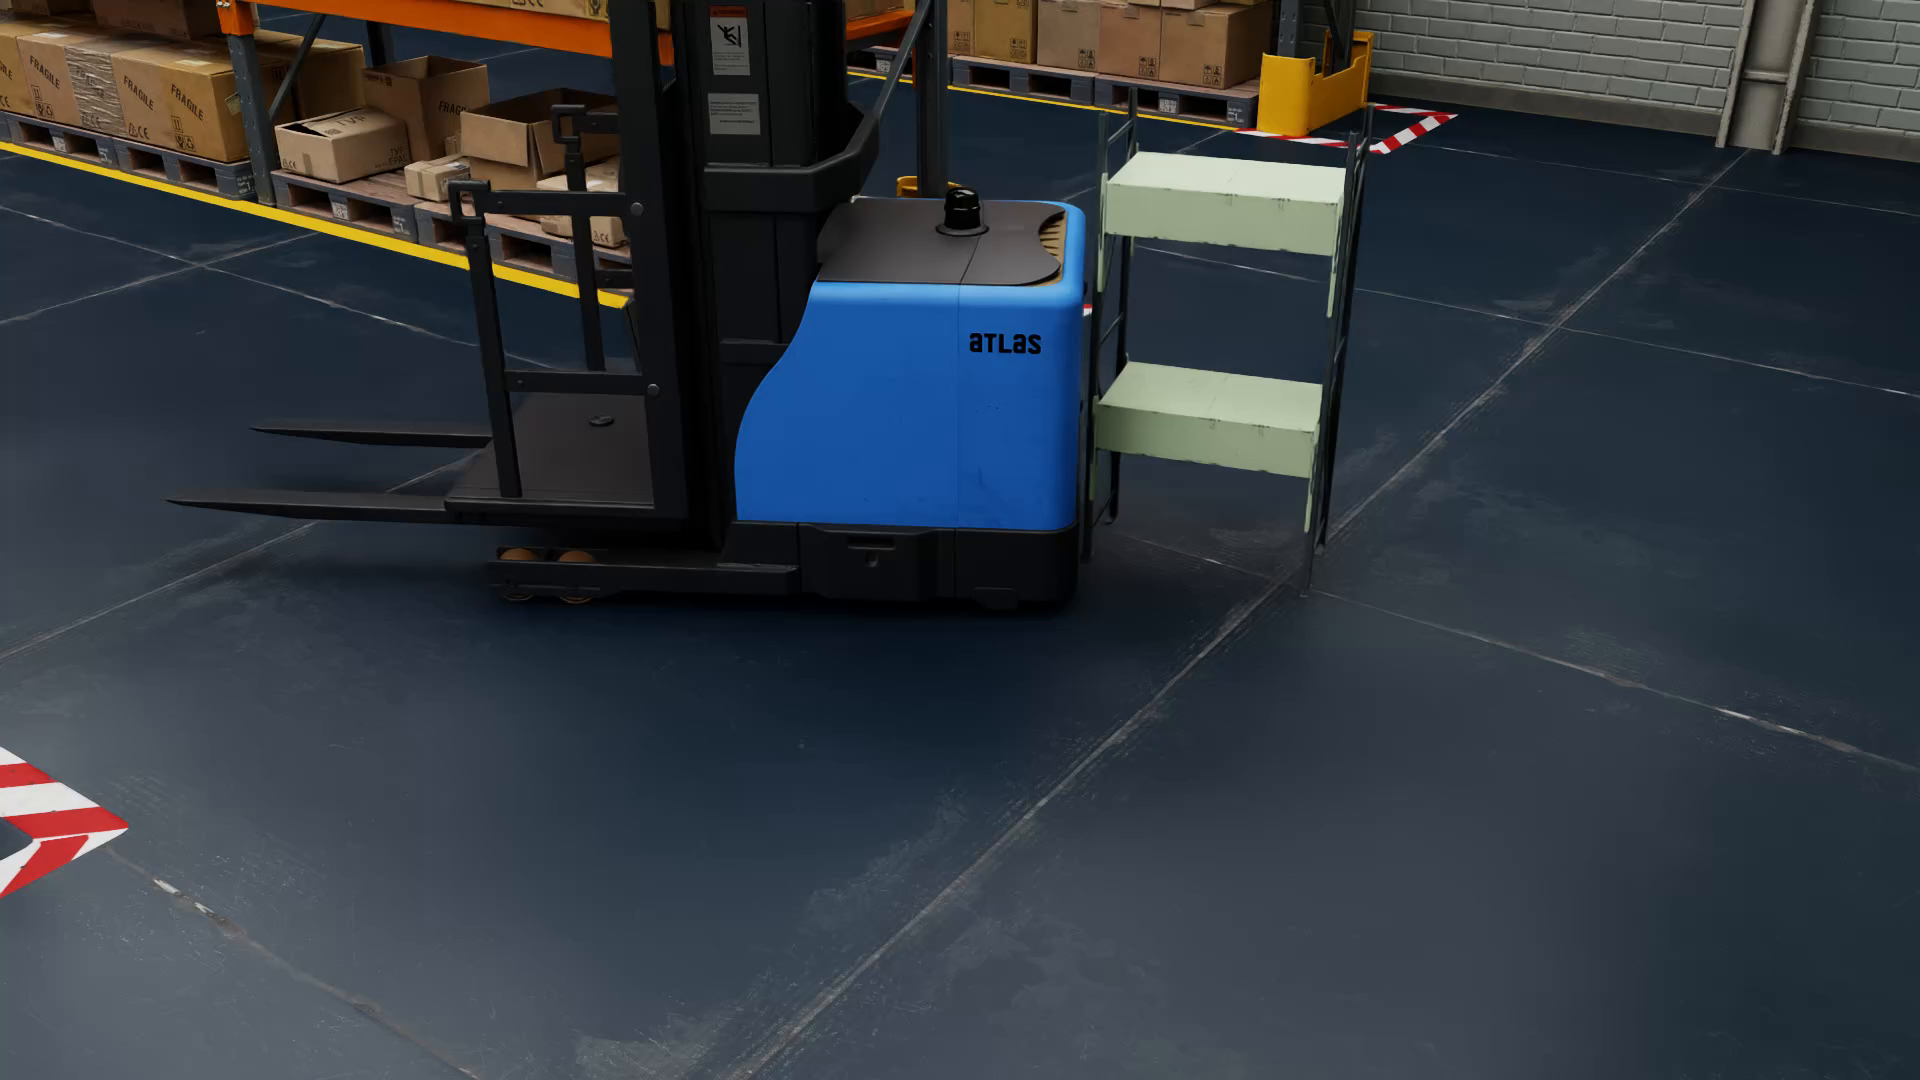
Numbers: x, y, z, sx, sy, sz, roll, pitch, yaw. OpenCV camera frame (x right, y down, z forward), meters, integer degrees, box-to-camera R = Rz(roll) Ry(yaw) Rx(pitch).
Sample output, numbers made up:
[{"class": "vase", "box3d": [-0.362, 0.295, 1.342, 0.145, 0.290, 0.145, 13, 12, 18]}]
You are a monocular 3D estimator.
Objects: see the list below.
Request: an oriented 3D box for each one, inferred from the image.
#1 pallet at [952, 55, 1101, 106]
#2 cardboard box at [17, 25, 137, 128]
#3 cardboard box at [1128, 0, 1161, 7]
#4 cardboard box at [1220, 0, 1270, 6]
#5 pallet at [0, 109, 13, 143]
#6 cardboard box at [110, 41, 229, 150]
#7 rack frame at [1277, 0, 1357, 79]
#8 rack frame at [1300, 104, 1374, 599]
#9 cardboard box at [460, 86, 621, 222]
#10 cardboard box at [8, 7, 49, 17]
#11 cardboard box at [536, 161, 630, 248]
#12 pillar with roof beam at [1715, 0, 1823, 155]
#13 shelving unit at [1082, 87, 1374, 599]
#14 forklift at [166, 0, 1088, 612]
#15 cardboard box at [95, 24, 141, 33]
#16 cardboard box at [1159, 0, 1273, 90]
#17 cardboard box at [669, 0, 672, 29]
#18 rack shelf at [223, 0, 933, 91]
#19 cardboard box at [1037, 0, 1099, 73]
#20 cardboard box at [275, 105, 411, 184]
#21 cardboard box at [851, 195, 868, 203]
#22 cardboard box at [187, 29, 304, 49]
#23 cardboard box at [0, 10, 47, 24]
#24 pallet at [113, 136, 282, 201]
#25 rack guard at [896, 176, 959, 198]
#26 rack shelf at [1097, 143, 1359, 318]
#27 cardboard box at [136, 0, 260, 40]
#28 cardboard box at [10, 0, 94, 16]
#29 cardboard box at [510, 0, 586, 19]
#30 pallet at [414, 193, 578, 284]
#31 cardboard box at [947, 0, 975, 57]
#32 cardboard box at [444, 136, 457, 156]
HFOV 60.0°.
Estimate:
[{"class": "pallet", "box3d": [0.710, -3.504, 12.403, 1.213, 0.211, 1.003, 17, 32, 30]}, {"class": "cardboard box", "box3d": [-5.490, -2.922, 10.455, 0.500, 0.500, 0.500, 16, 31, 29]}, {"class": "cardboard box", "box3d": [1.361, -3.792, 11.472, 0.250, 0.149, 0.380, 18, 32, 32]}, {"class": "cardboard box", "box3d": [1.997, -3.804, 11.496, 0.250, 0.149, 0.380, 18, 32, 31]}, {"class": "pallet", "box3d": [-6.387, -3.010, 11.432, 1.213, 0.211, 1.003, 17, 32, 30]}, {"class": "cardboard box", "box3d": [-4.656, -2.663, 9.947, 0.500, 0.500, 0.500, 17, 32, 30]}, {"class": "rack frame", "box3d": [2.414, -4.257, 10.808, 0.127, 3.000, 1.000, 17, 32, 30]}, {"class": "rack frame", "box3d": [1.178, -0.565, 5.207, 0.023, 1.500, 0.400, 9, 28, 17]}, {"class": "cardboard box", "box3d": [-2.133, -2.034, 8.708, 0.637, 0.503, 0.797, 17, 32, 30]}, {"class": "cardboard box", "box3d": [-6.078, -3.388, 11.371, 0.500, 0.500, 0.500, 19, 32, 32]}, {"class": "cardboard box", "box3d": [-1.741, -1.678, 8.286, 0.500, 0.250, 0.500, 17, 32, 30]}, {"class": "pillar with roof beam", "box3d": [2.692, -4.951, 5.558, 0.400, 9.000, 9.100, 17, 32, 30]}, {"class": "shelving unit", "box3d": [0.832, -0.620, 5.314, 0.755, 1.500, 0.431, 9, 28, 17]}, {"class": "forklift", "box3d": [-1.106, -1.338, 5.147, 3.031, 2.935, 1.130, 2, 27, 4]}, {"class": "cardboard box", "box3d": [-5.215, -3.123, 10.850, 0.500, 0.500, 0.500, 16, 31, 28]}, {"class": "cardboard box", "box3d": [1.781, -3.473, 11.559, 0.500, 0.500, 0.700, 17, 32, 30]}, {"class": "cardboard box", "box3d": [-0.910, -2.462, 7.170, 0.500, 0.500, 0.500, 18, 32, 32]}, {"class": "rack shelf", "box3d": [-2.036, -2.597, 8.339, 4.000, 0.370, 1.077, 17, 32, 30]}, {"class": "cardboard box", "box3d": [0.953, -3.730, 12.065, 0.500, 0.500, 0.700, 16, 31, 29]}, {"class": "cardboard box", "box3d": [-3.461, -2.240, 9.325, 0.500, 0.311, 0.500, 17, 32, 30]}, {"class": "cardboard box", "box3d": [-0.538, -1.566, 8.178, 0.250, 0.149, 0.380, 17, 32, 30]}, {"class": "cardboard box", "box3d": [-4.391, -2.862, 10.337, 0.500, 0.500, 0.500, 18, 32, 31]}, {"class": "cardboard box", "box3d": [-6.333, -3.184, 10.971, 0.500, 0.500, 0.500, 16, 31, 29]}, {"class": "pallet", "box3d": [-4.376, -2.383, 10.200, 1.213, 0.211, 1.003, 17, 32, 30]}, {"class": "rack guard", "box3d": [-0.450, -1.310, 7.772, 0.348, 0.500, 1.175, 17, 32, 30]}, {"class": "rack shelf", "box3d": [0.832, -0.968, 5.137, 0.720, 0.370, 0.431, 9, 28, 17]}, {"class": "cardboard box", "box3d": [-4.769, -3.320, 10.410, 0.500, 0.250, 0.500, 17, 32, 30]}, {"class": "cardboard box", "box3d": [-6.029, -3.709, 11.176, 0.500, 0.250, 0.500, 19, 32, 32]}, {"class": "cardboard box", "box3d": [-1.748, -2.724, 7.685, 0.500, 0.500, 0.500, 18, 32, 31]}, {"class": "pallet", "box3d": [-2.109, -1.699, 8.856, 1.213, 0.211, 1.003, 17, 32, 30]}, {"class": "cardboard box", "box3d": [0.088, -3.997, 12.589, 0.500, 0.500, 0.700, 17, 32, 30]}, {"class": "cardboard box", "box3d": [-2.711, -2.243, 9.508, 0.250, 0.149, 0.380, 17, 32, 30]}]
